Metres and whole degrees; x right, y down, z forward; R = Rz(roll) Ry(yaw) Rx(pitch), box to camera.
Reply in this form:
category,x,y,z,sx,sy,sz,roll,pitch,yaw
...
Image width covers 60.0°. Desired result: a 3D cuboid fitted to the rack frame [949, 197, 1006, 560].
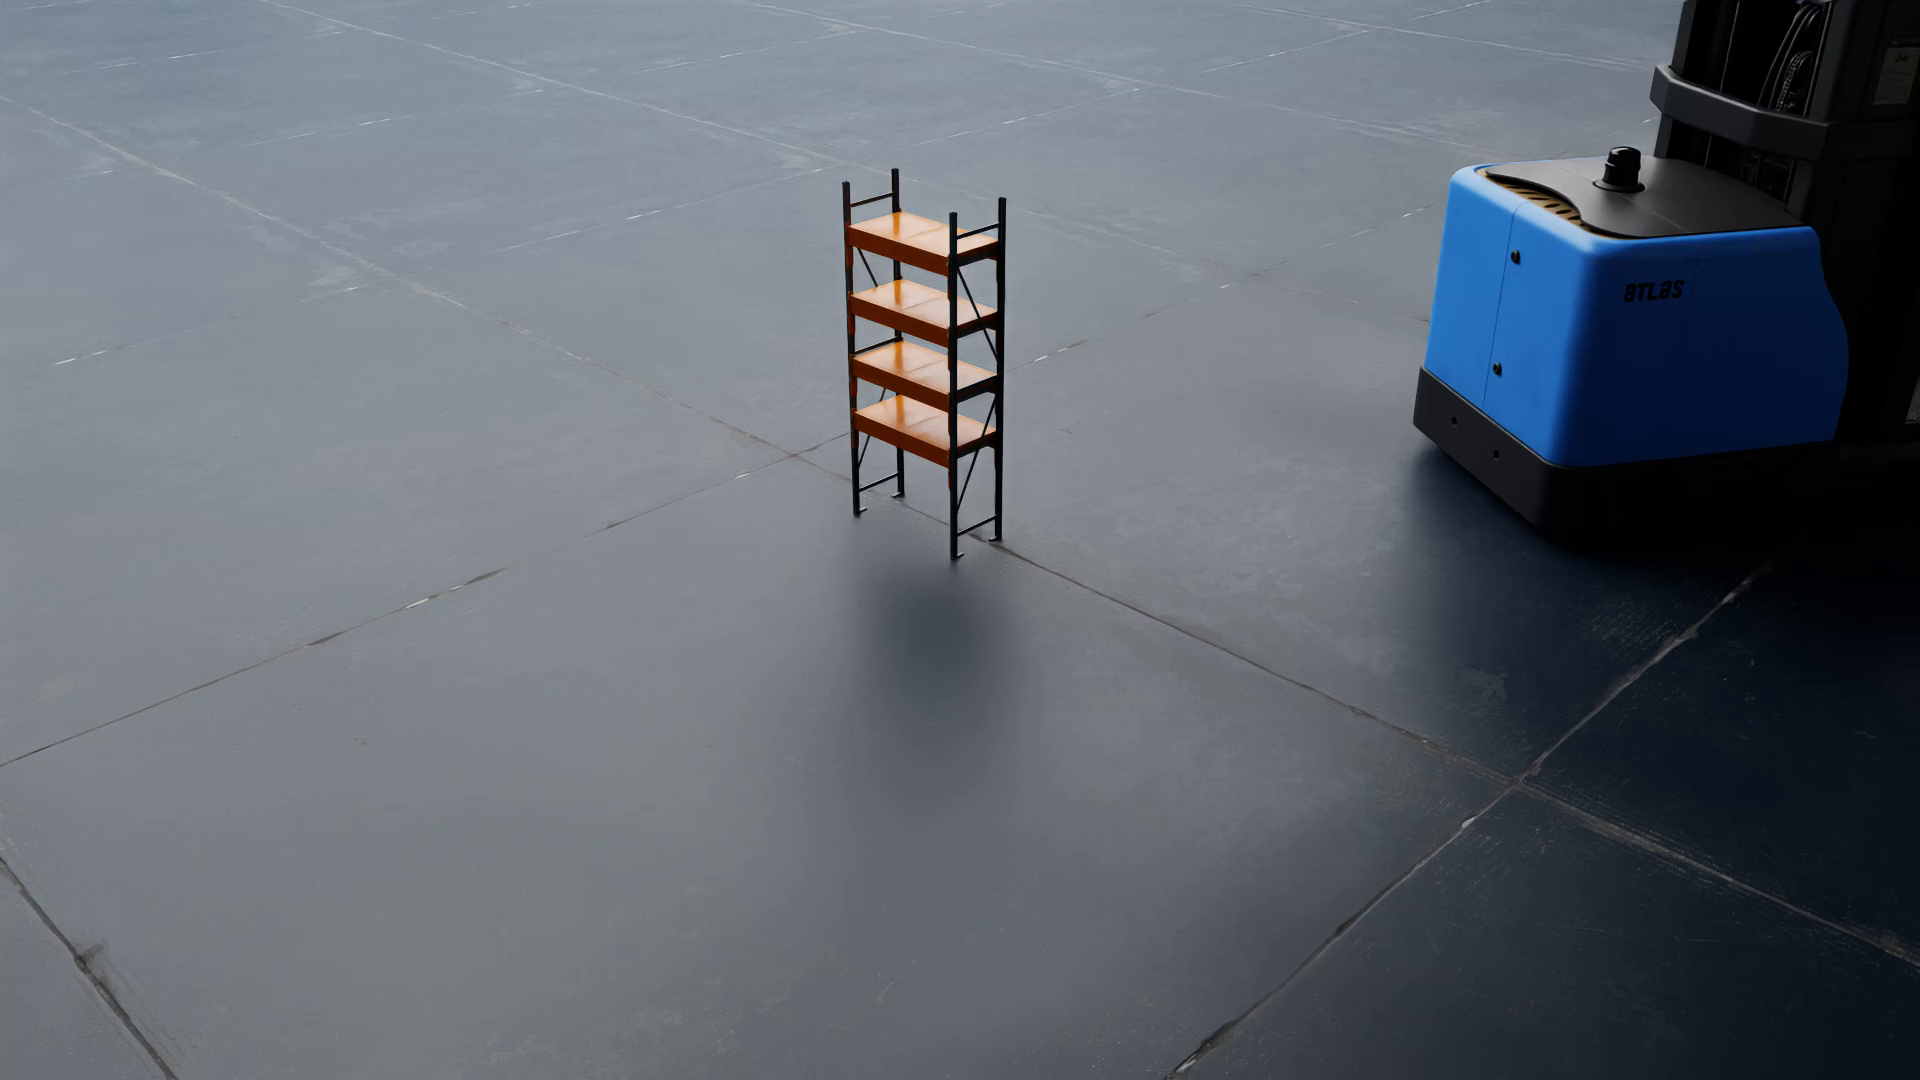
category,x,y,z,sx,sy,sz,roll,pitch,yaw
rack frame,0.056,-0.505,5.422,0.015,1.200,0.240,25,36,38

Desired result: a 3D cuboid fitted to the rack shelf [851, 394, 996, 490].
category,x,y,z,sx,sy,sz,roll,pitch,yaw
rack shelf,-0.118,-0.350,5.697,0.480,0.148,0.258,25,36,38

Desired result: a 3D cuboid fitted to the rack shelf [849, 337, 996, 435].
category,x,y,z,sx,sy,sz,roll,pitch,yaw
rack shelf,-0.118,-0.526,5.605,0.480,0.148,0.258,25,36,38

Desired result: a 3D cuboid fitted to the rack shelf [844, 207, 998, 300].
category,x,y,z,sx,sy,sz,roll,pitch,yaw
rack shelf,-0.118,-0.933,5.391,0.480,0.148,0.258,25,36,38

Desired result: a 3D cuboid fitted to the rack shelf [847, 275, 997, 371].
category,x,y,z,sx,sy,sz,roll,pitch,yaw
rack shelf,-0.118,-0.724,5.501,0.480,0.148,0.258,25,36,38

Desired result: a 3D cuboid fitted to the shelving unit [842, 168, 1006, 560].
category,x,y,z,sx,sy,sz,roll,pitch,yaw
shelving unit,-0.118,-0.585,5.573,0.503,1.200,0.258,25,36,38

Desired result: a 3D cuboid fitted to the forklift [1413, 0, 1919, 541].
category,x,y,z,sx,sy,sz,roll,pitch,yaw
forklift,3.330,-1.646,5.732,3.031,2.935,1.130,-6,28,-12

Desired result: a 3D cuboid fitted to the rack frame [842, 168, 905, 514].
category,x,y,z,sx,sy,sz,roll,pitch,yaw
rack frame,-0.292,-0.665,5.725,0.015,1.200,0.240,25,36,38
